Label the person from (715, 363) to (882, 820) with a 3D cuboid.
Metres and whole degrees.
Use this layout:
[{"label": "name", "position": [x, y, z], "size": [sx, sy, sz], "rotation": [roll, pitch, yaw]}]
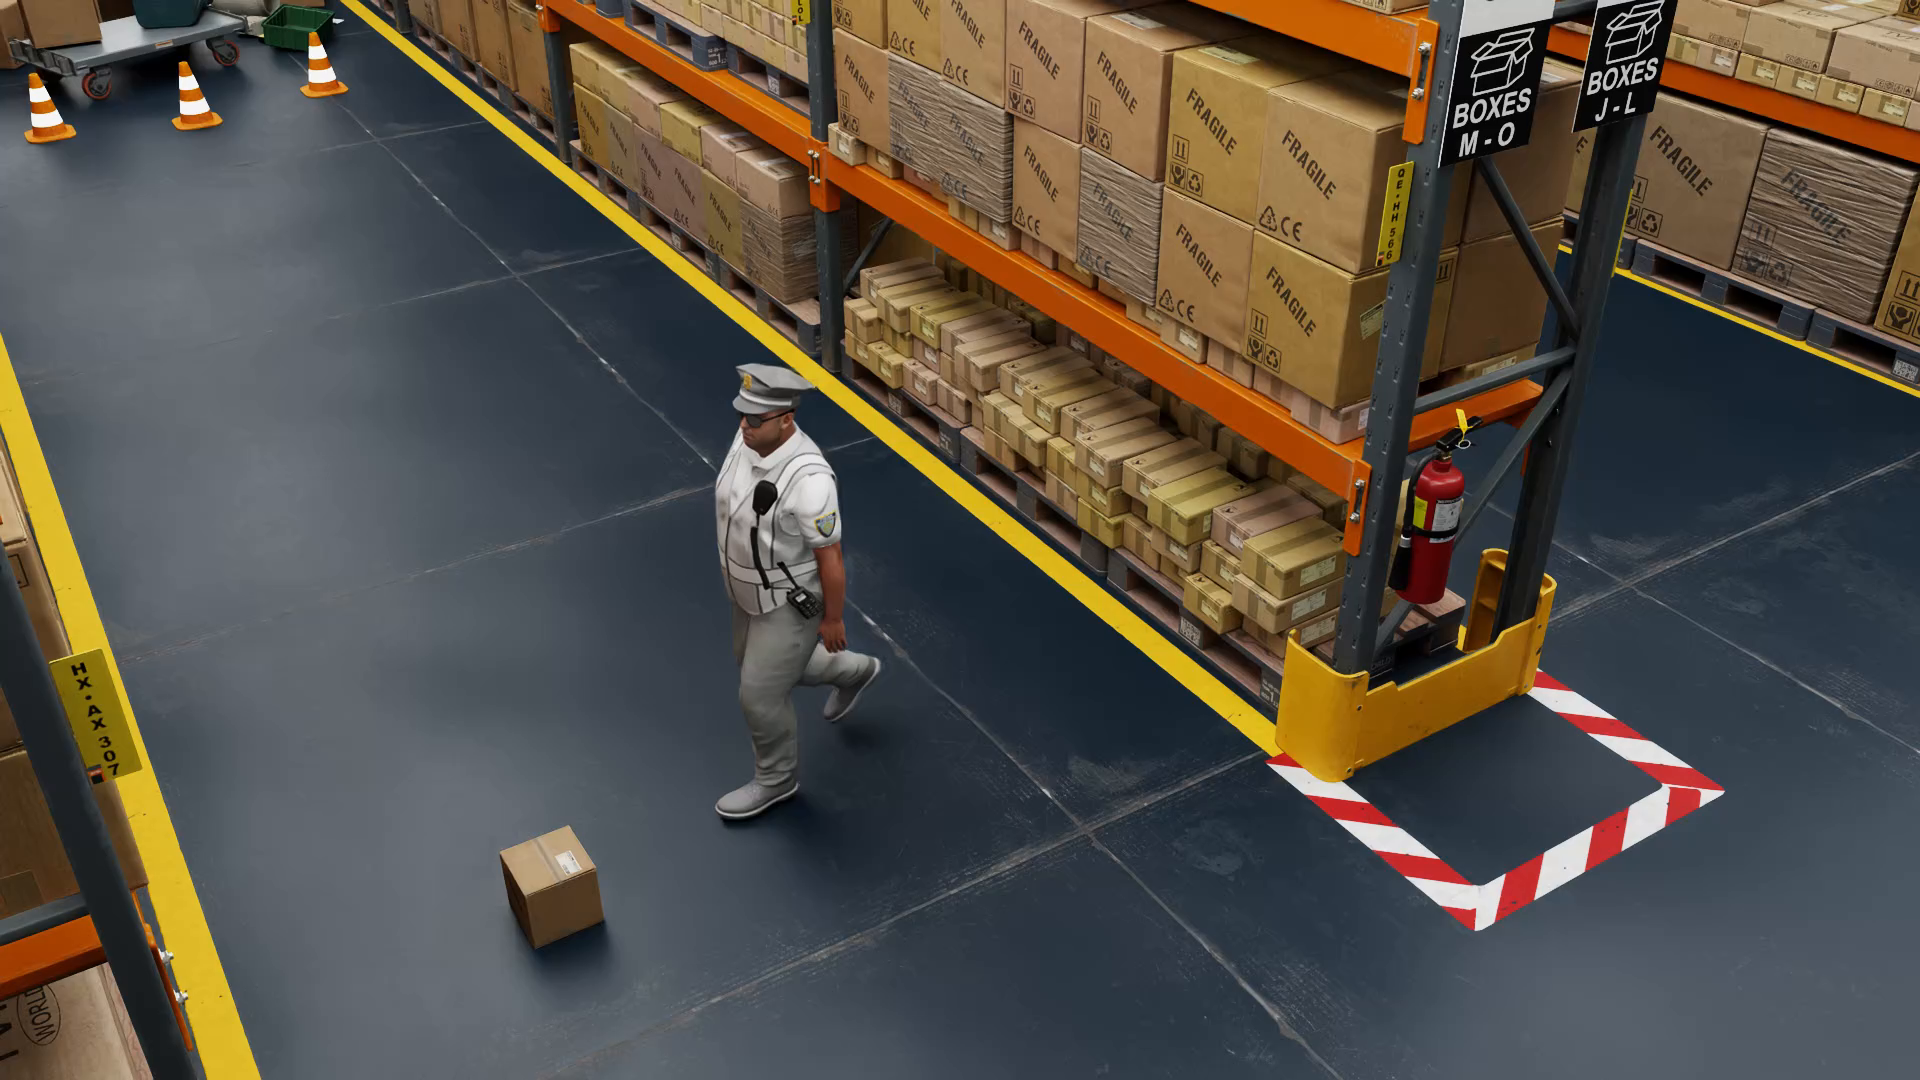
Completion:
[{"label": "person", "position": [-0.584, 0.145, 5.874], "size": [0.805, 1.740, 0.538], "rotation": [-19, 37, -27]}]
